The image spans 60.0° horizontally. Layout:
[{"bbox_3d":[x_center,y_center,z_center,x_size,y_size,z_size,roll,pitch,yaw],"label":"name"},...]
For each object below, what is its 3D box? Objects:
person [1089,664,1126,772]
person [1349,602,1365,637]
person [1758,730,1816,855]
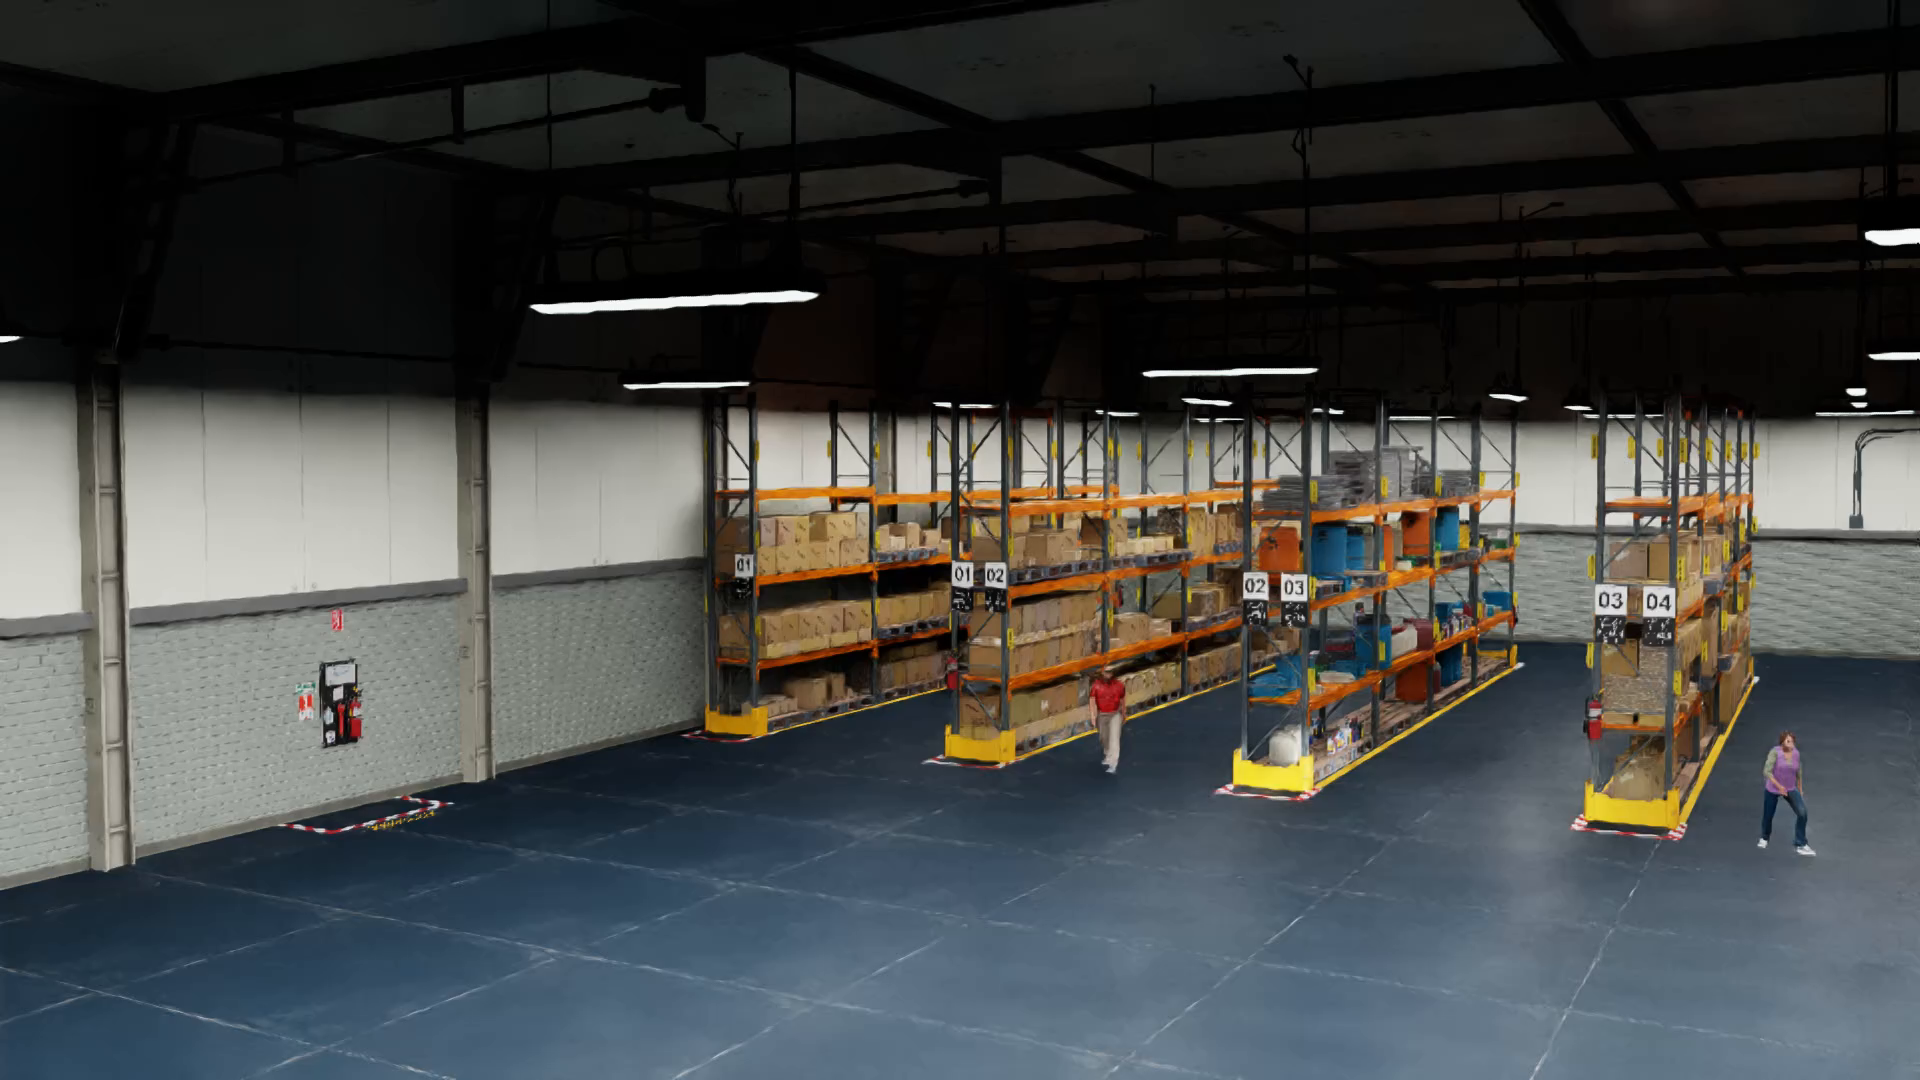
[{"bbox_3d":[2.297,2.754,25.951,0.535,1.659,1.036,1,3,20],"label":"person"},{"bbox_3d":[8.821,2.186,36.654,0.445,1.657,0.577,0,3,4],"label":"person"},{"bbox_3d":[10.242,3.108,20.678,0.560,1.538,0.722,0,3,6],"label":"person"}]
